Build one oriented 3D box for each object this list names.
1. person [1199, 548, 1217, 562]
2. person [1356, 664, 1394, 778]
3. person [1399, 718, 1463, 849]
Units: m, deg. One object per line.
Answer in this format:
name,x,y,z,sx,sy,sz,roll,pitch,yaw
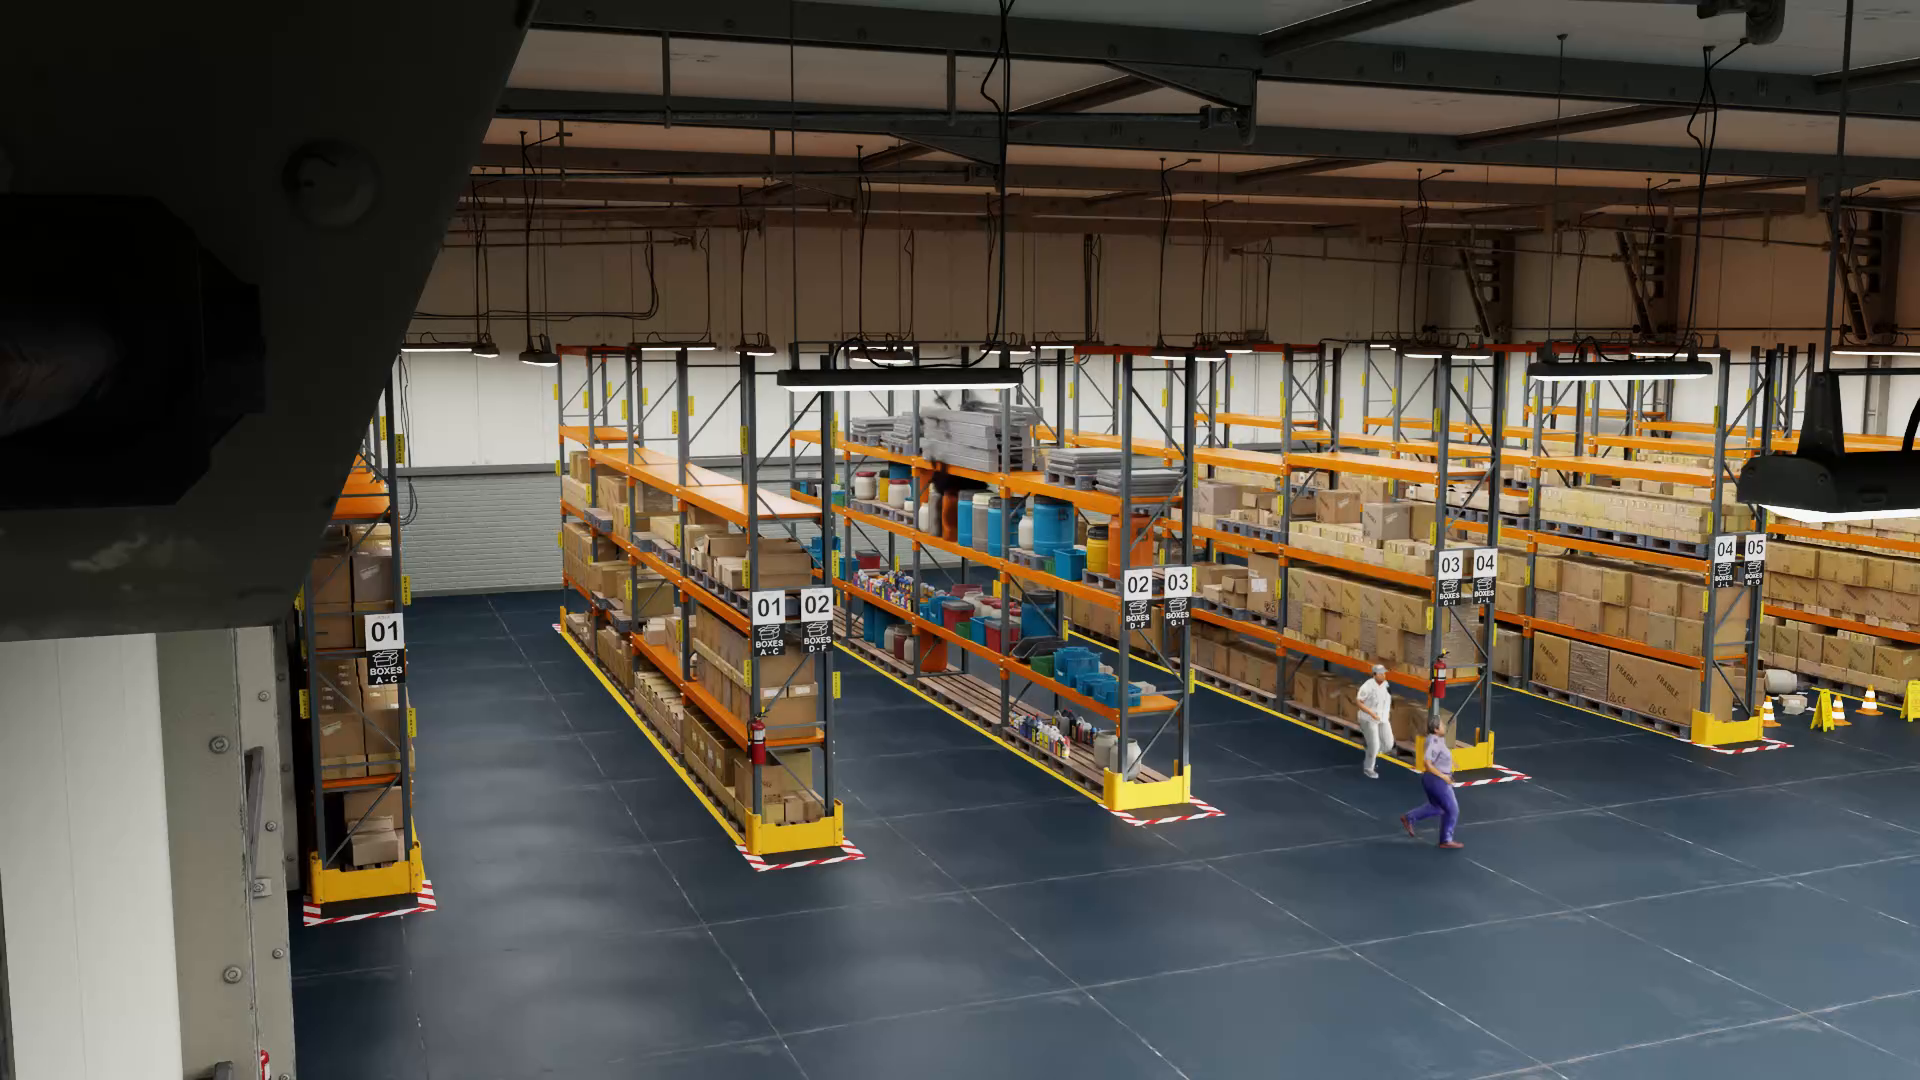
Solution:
person,6.242,0.205,41.696,0.869,1.715,0.695,3,8,22
person,5.886,2.551,23.573,0.627,1.624,0.576,-4,8,-27
person,5.788,2.962,20.328,0.758,1.606,0.618,1,7,8
